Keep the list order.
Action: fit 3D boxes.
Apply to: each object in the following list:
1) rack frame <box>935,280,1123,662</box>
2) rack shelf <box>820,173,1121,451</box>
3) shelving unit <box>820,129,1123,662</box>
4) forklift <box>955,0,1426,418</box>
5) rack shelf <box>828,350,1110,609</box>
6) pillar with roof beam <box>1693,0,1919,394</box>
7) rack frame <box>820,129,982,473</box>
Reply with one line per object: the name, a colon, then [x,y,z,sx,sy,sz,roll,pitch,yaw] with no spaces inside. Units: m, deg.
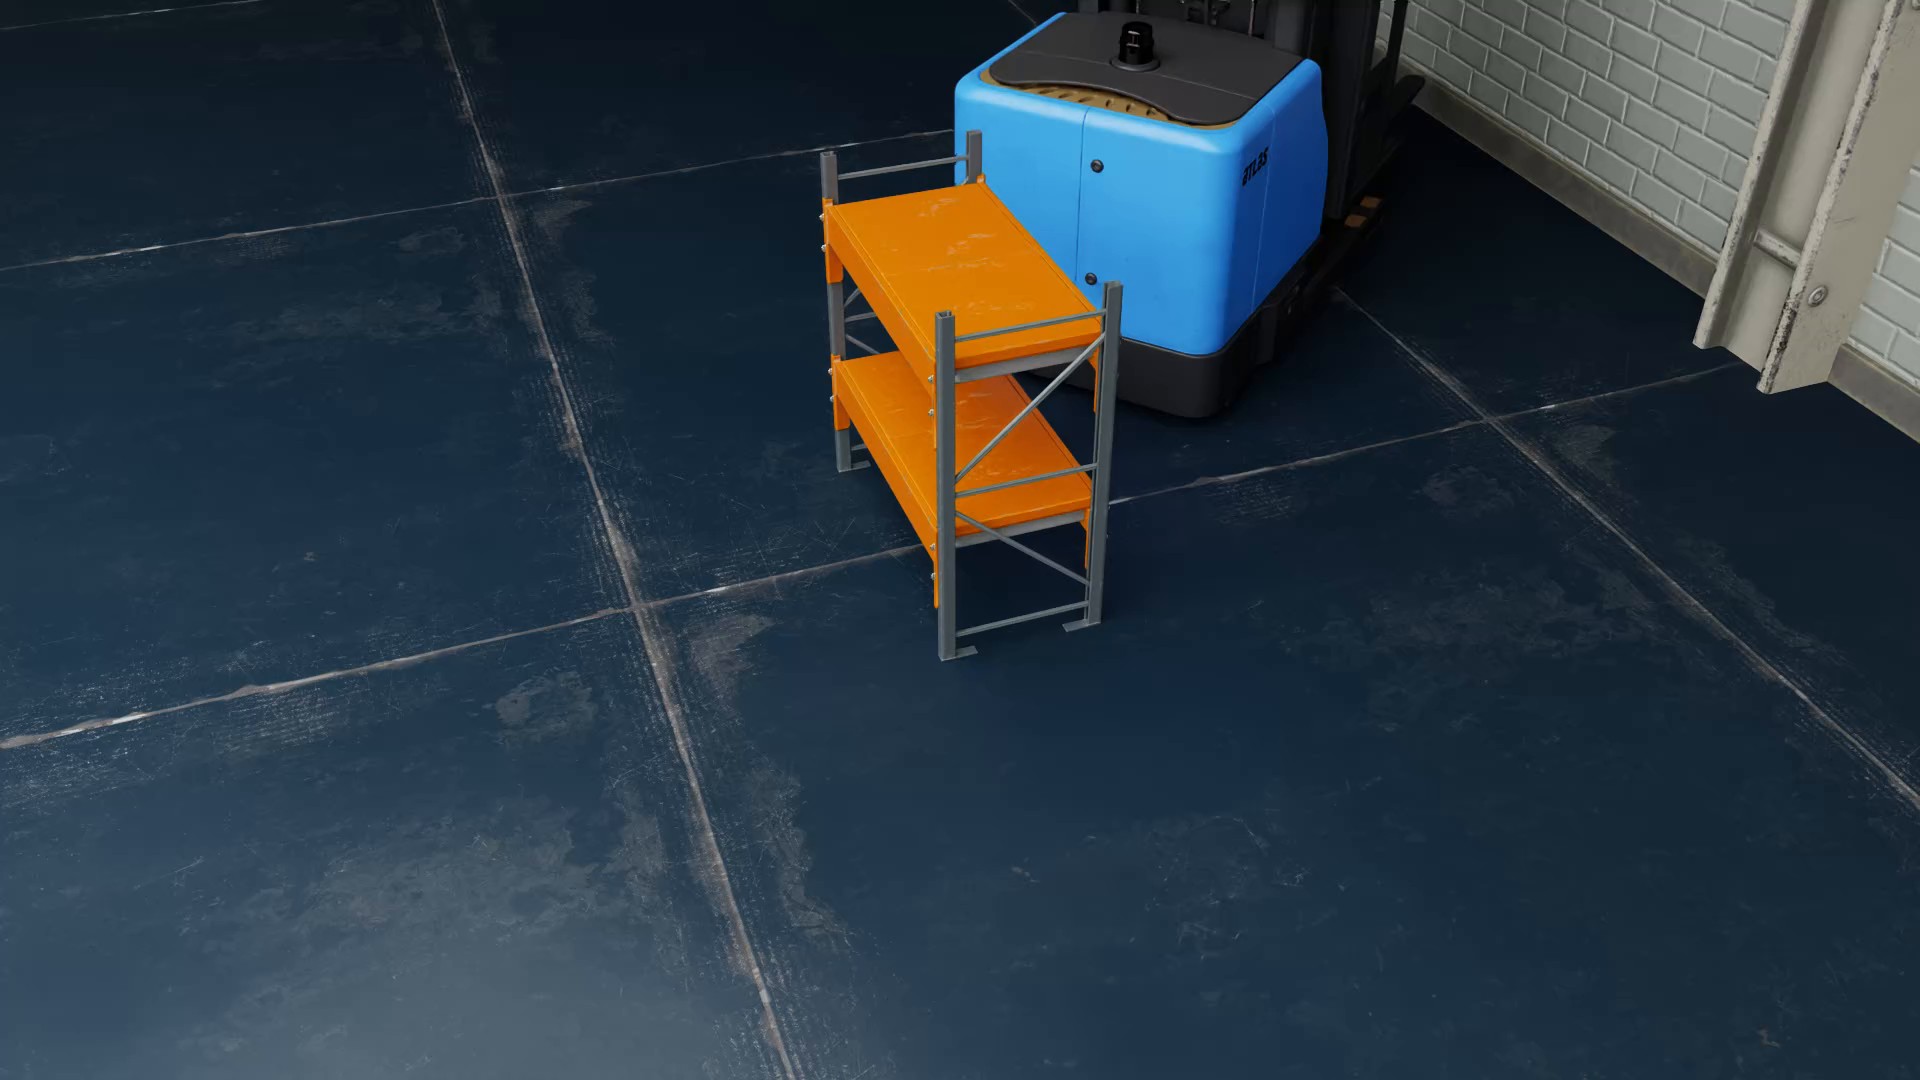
rack frame: [0.177,-0.158,4.525,0.500,1.125,0.032,-12,39,-16]
rack shelf: [0.002,-0.679,4.730,0.538,0.278,1.000,-12,39,-16]
shelving unit: [0.002,-0.445,4.907,0.538,1.125,1.048,-12,39,-16]
forklift: [1.129,-2.455,6.073,1.130,2.935,3.031,19,41,23]
rack shelf: [0.002,-0.250,5.054,0.538,0.278,1.000,-12,39,-16]
pillar with roof beam: [-1.086,-3.366,2.240,9.100,9.000,0.400,-12,39,-16]
rack frame: [-0.173,-0.733,5.288,0.500,1.125,0.032,-12,39,-16]
